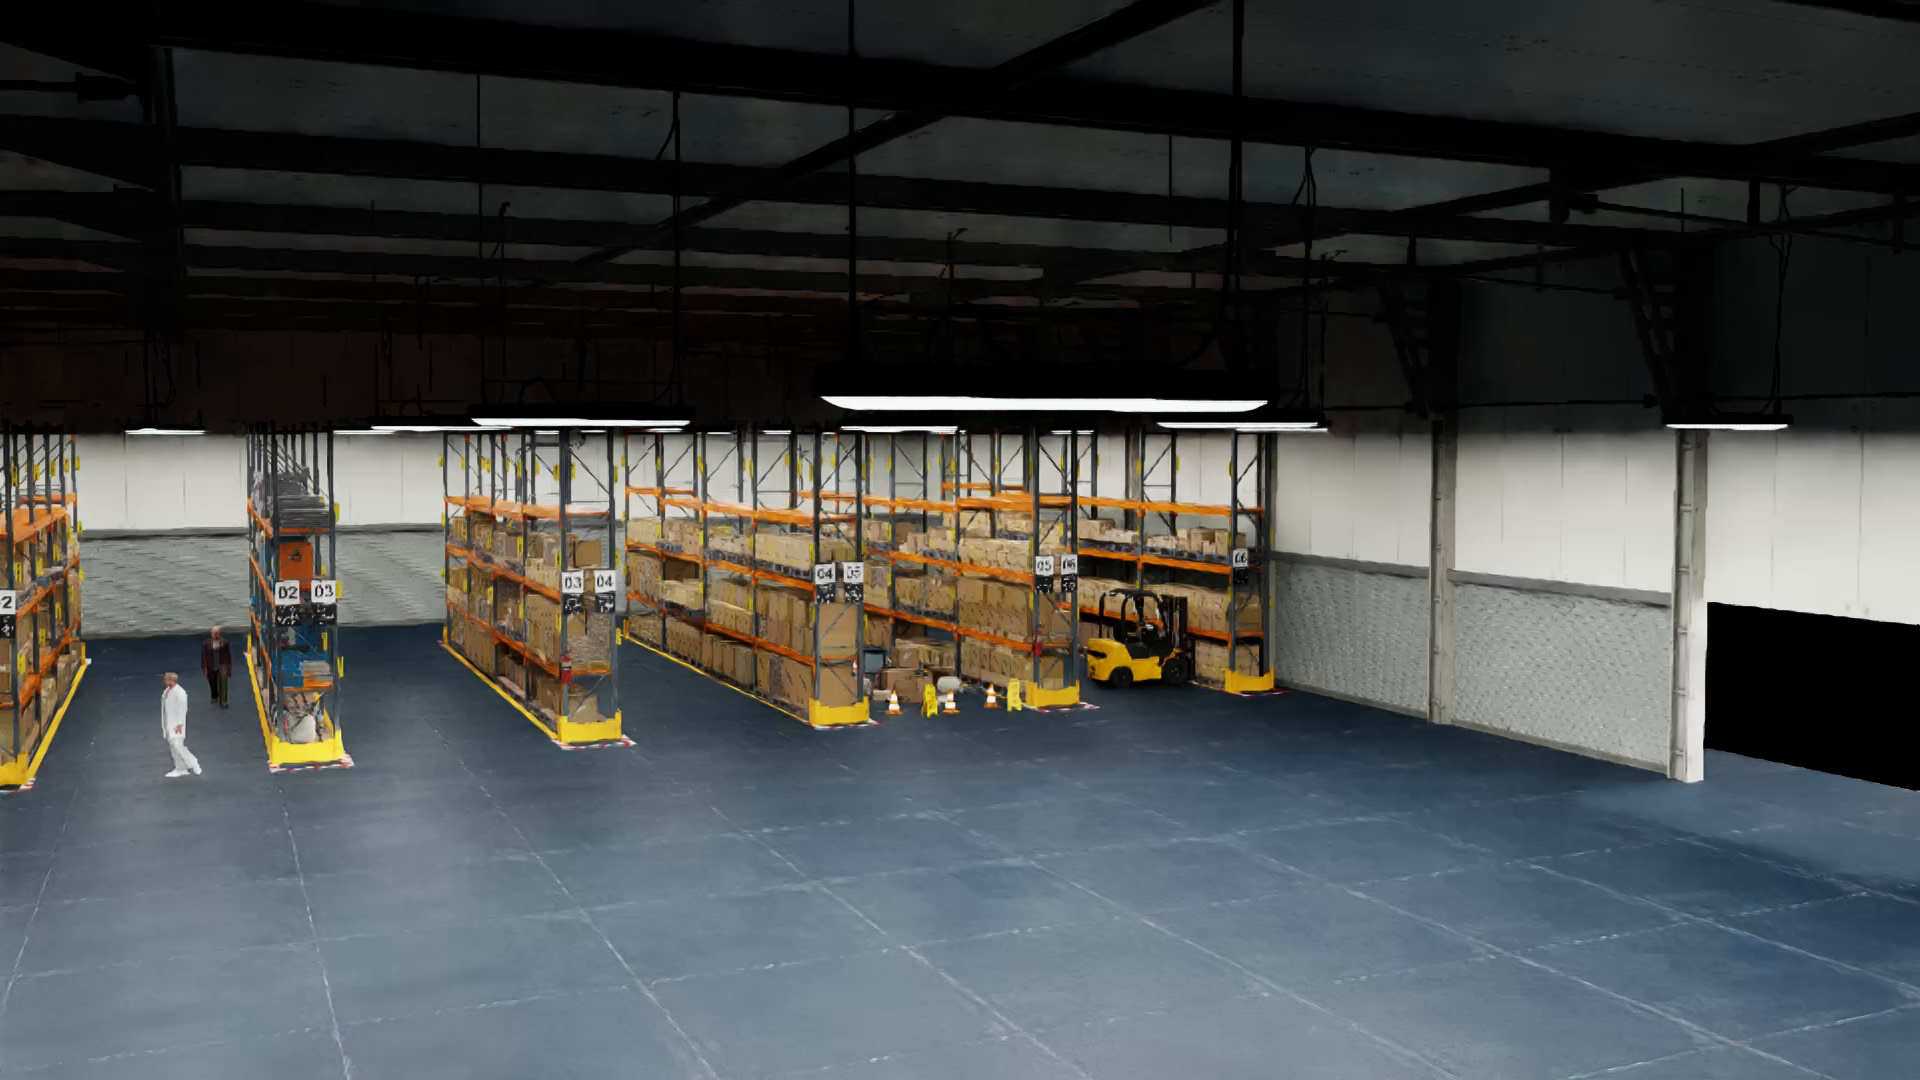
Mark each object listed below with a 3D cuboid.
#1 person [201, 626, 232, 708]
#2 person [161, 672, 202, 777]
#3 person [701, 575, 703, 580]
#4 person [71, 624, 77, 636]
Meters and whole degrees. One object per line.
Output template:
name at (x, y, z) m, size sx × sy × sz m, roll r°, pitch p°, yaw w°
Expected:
person at (-15.681, 2.660, 35.067) m, size 0.598 × 1.693 × 1.171 m, roll -1°, pitch 4°, yaw -22°
person at (-13.085, 3.076, 27.843) m, size 0.732 × 1.757 × 0.494 m, roll 2°, pitch 4°, yaw 33°
person at (-7.484, 1.864, 48.057) m, size 0.364 × 1.682 × 0.582 m, roll -3°, pitch 5°, yaw -43°
person at (-23.160, 2.172, 42.924) m, size 0.513 × 1.750 × 0.725 m, roll 1°, pitch 4°, yaw 19°
